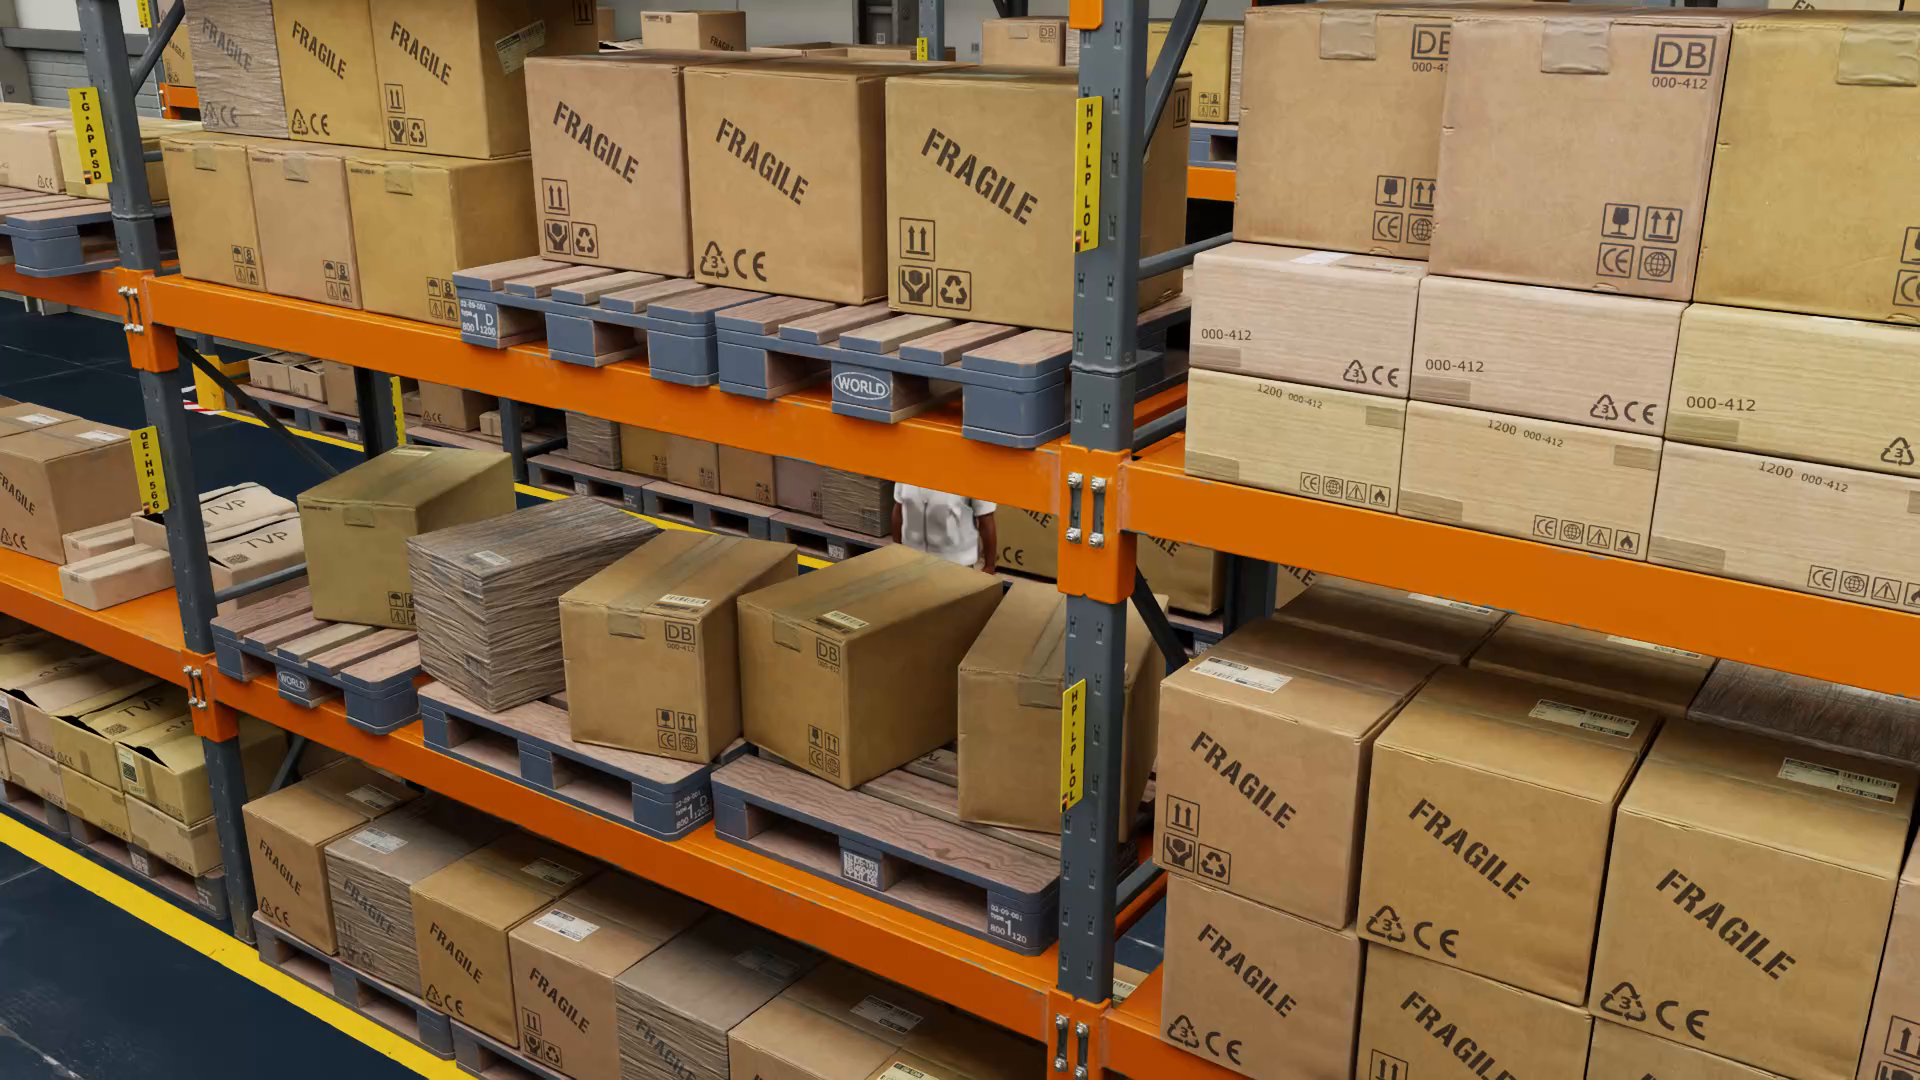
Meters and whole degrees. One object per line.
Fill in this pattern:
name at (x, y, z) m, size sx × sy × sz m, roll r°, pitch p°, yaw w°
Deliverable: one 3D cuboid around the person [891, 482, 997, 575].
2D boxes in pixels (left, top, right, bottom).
person at (-0.112, 0.118, 8.715) m, size 0.592 × 1.767 × 0.767 m, roll 10°, pitch 22°, yaw 26°
